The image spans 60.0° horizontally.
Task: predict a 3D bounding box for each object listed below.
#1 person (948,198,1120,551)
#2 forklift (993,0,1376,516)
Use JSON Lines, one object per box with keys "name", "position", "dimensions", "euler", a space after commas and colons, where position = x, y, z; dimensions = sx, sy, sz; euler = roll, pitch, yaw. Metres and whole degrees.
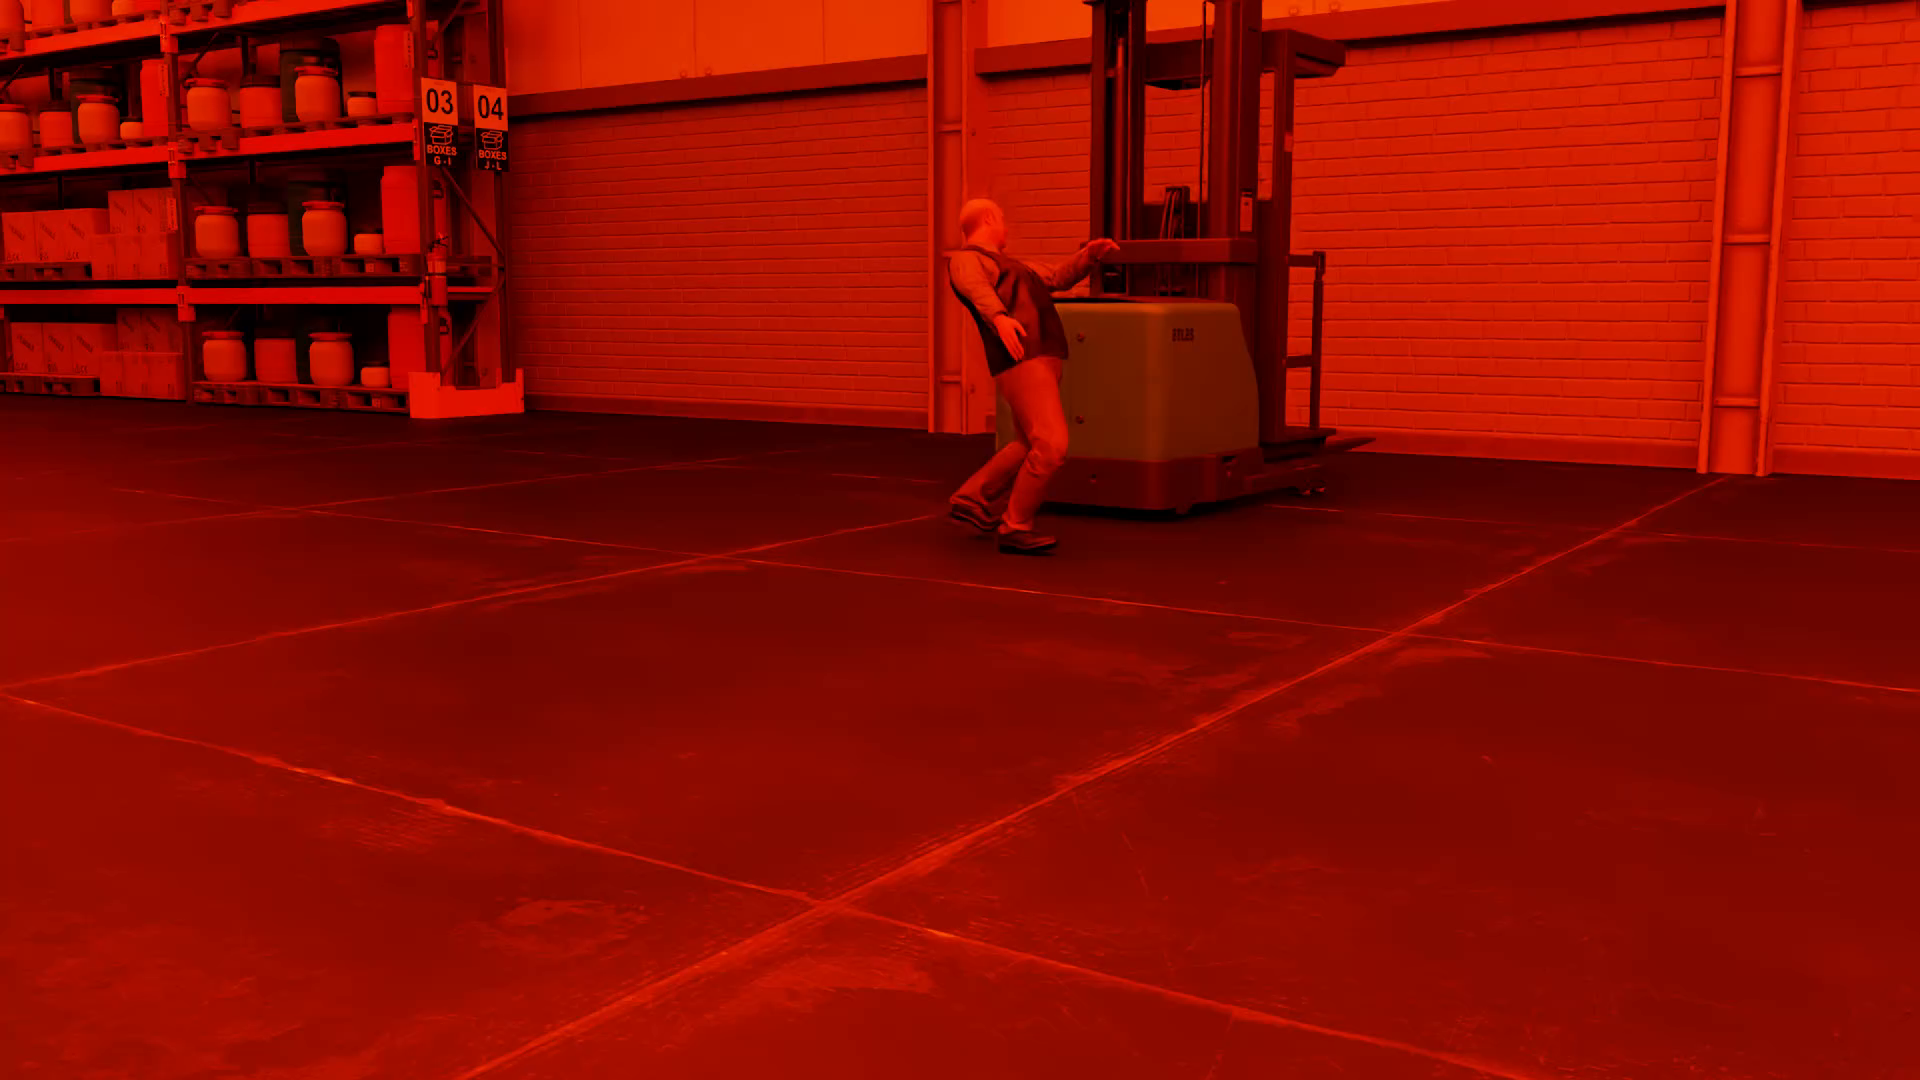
{"name": "person", "position": [0.281, -0.725, 7.208], "dimensions": [0.802, 1.519, 0.921], "euler": [1, 8, 10]}
{"name": "forklift", "position": [1.461, -1.734, 9.387], "dimensions": [1.130, 2.935, 3.031], "euler": [6, 10, 37]}
